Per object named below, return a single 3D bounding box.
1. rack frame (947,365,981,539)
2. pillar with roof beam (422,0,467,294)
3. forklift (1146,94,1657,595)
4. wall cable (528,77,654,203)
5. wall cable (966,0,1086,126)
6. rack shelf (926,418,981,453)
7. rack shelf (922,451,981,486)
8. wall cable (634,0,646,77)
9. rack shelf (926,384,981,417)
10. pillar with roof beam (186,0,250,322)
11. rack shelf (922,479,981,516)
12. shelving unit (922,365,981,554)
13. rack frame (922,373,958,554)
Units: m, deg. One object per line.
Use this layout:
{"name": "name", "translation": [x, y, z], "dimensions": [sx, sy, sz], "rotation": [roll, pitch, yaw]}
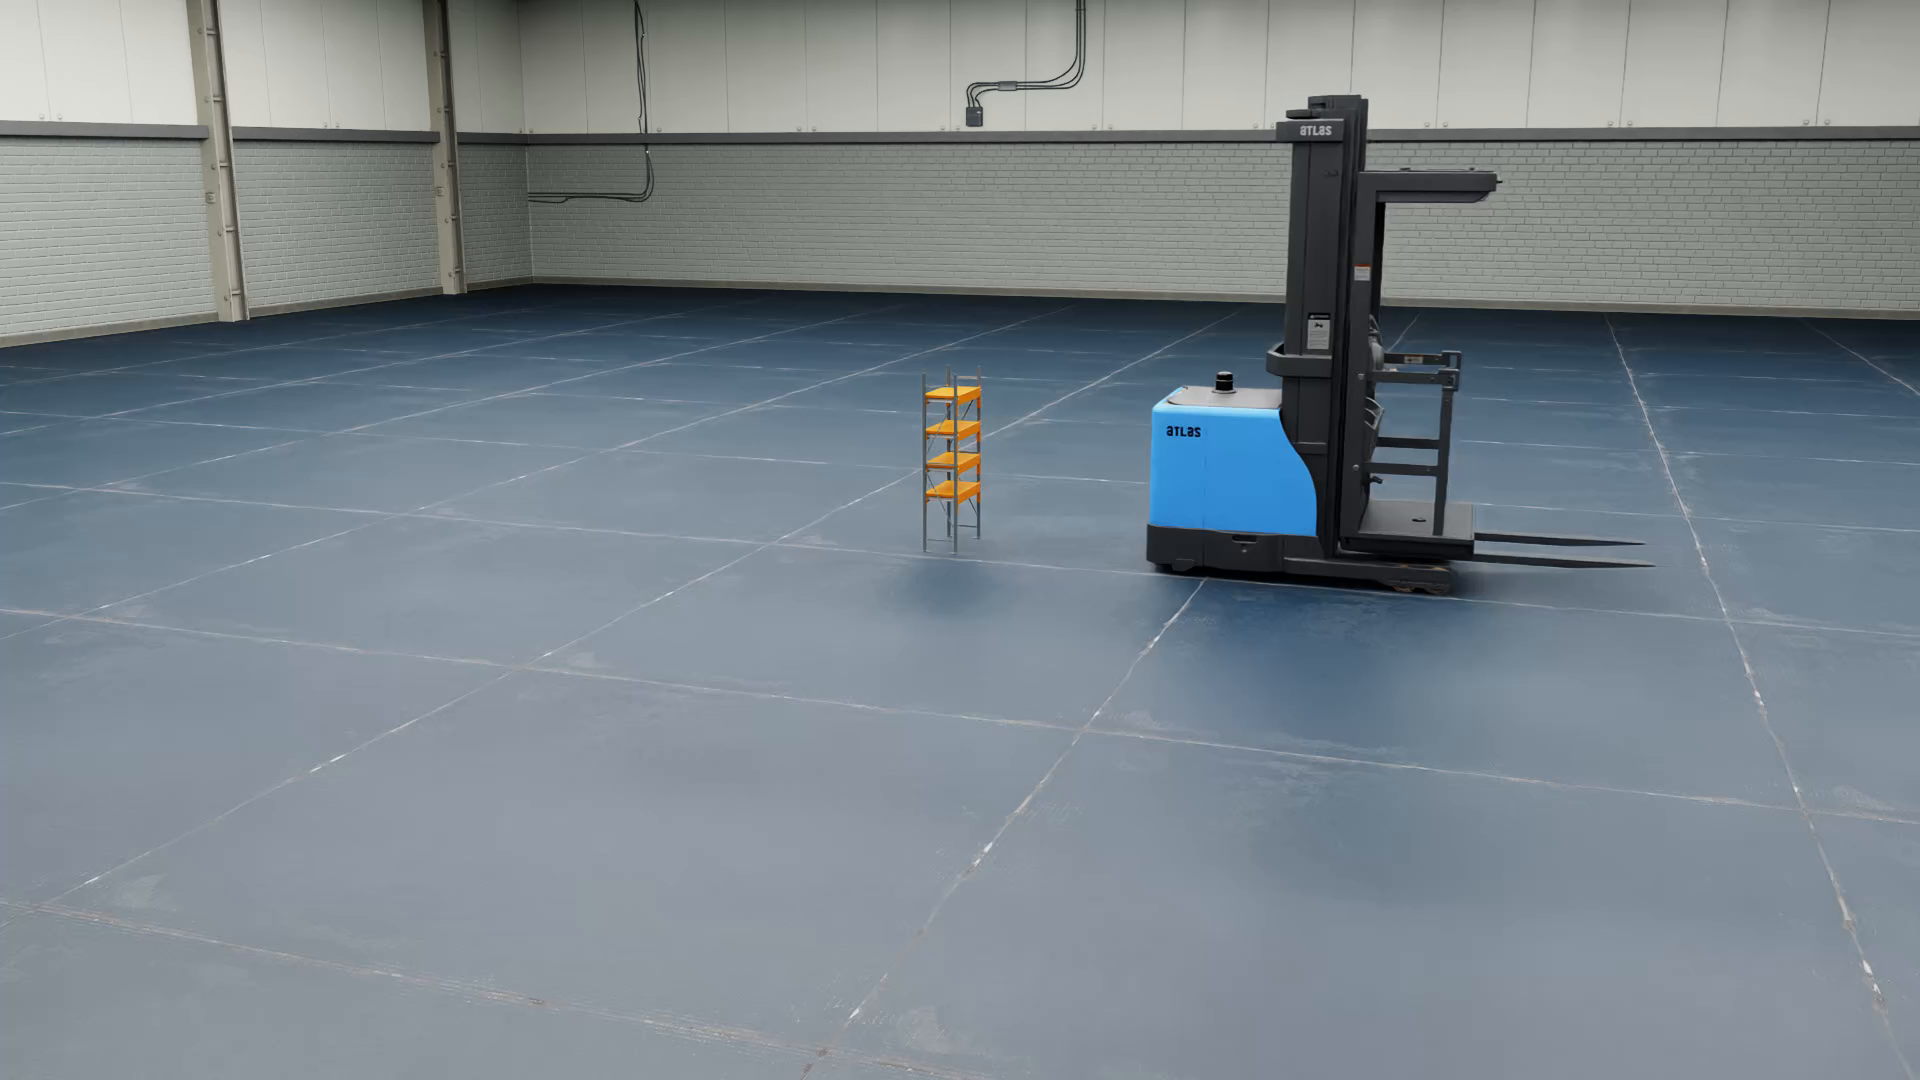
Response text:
{"name": "rack frame", "translation": [0.025, -0.601, 11.427], "dimensions": [0.240, 1.200, 0.015], "rotation": [4, 14, 18]}
{"name": "pillar with roof beam", "translation": [-5.895, -8.941, 30.439], "dimensions": [9.100, 9.000, 0.400], "rotation": [4, 14, 18]}
{"name": "forklift", "translation": [2.764, -1.230, 10.289], "dimensions": [3.031, 2.935, 1.130], "rotation": [4, 13, 17]}
{"name": "wall cable", "translation": [-7.764, -8.262, 34.443], "dimensions": [3.097, 2.526, 0.112], "rotation": [4, 14, 18]}
{"name": "wall cable", "translation": [1.214, -10.747, 30.710], "dimensions": [2.305, 6.003, 0.169], "rotation": [4, 14, 18]}
{"name": "rack shelf", "translation": [-0.054, -0.703, 11.167], "dimensions": [0.258, 0.148, 0.480], "rotation": [4, 14, 18]}
{"name": "rack shelf", "translation": [-0.054, -0.485, 11.217], "dimensions": [0.258, 0.148, 0.480], "rotation": [4, 14, 18]}
{"name": "wall cable", "translation": [-5.204, -10.530, 33.028], "dimensions": [3.097, 2.526, 0.112], "rotation": [4, 14, 18]}
{"name": "rack shelf", "translation": [-0.054, -0.933, 11.114], "dimensions": [0.258, 0.148, 0.480], "rotation": [4, 14, 18]}
{"name": "pillar with roof beam", "translation": [-7.836, -7.678, 24.904], "dimensions": [9.100, 9.000, 0.400], "rotation": [4, 14, 18]}
{"name": "rack shelf", "translation": [-0.054, -0.291, 11.261], "dimensions": [0.258, 0.148, 0.480], "rotation": [4, 14, 18]}
{"name": "shelving unit", "translation": [-0.054, -0.550, 11.202], "dimensions": [0.258, 1.200, 0.503], "rotation": [4, 14, 18]}
{"name": "rack frame", "translation": [-0.133, -0.499, 10.977], "dimensions": [0.240, 1.200, 0.015], "rotation": [4, 14, 18]}
